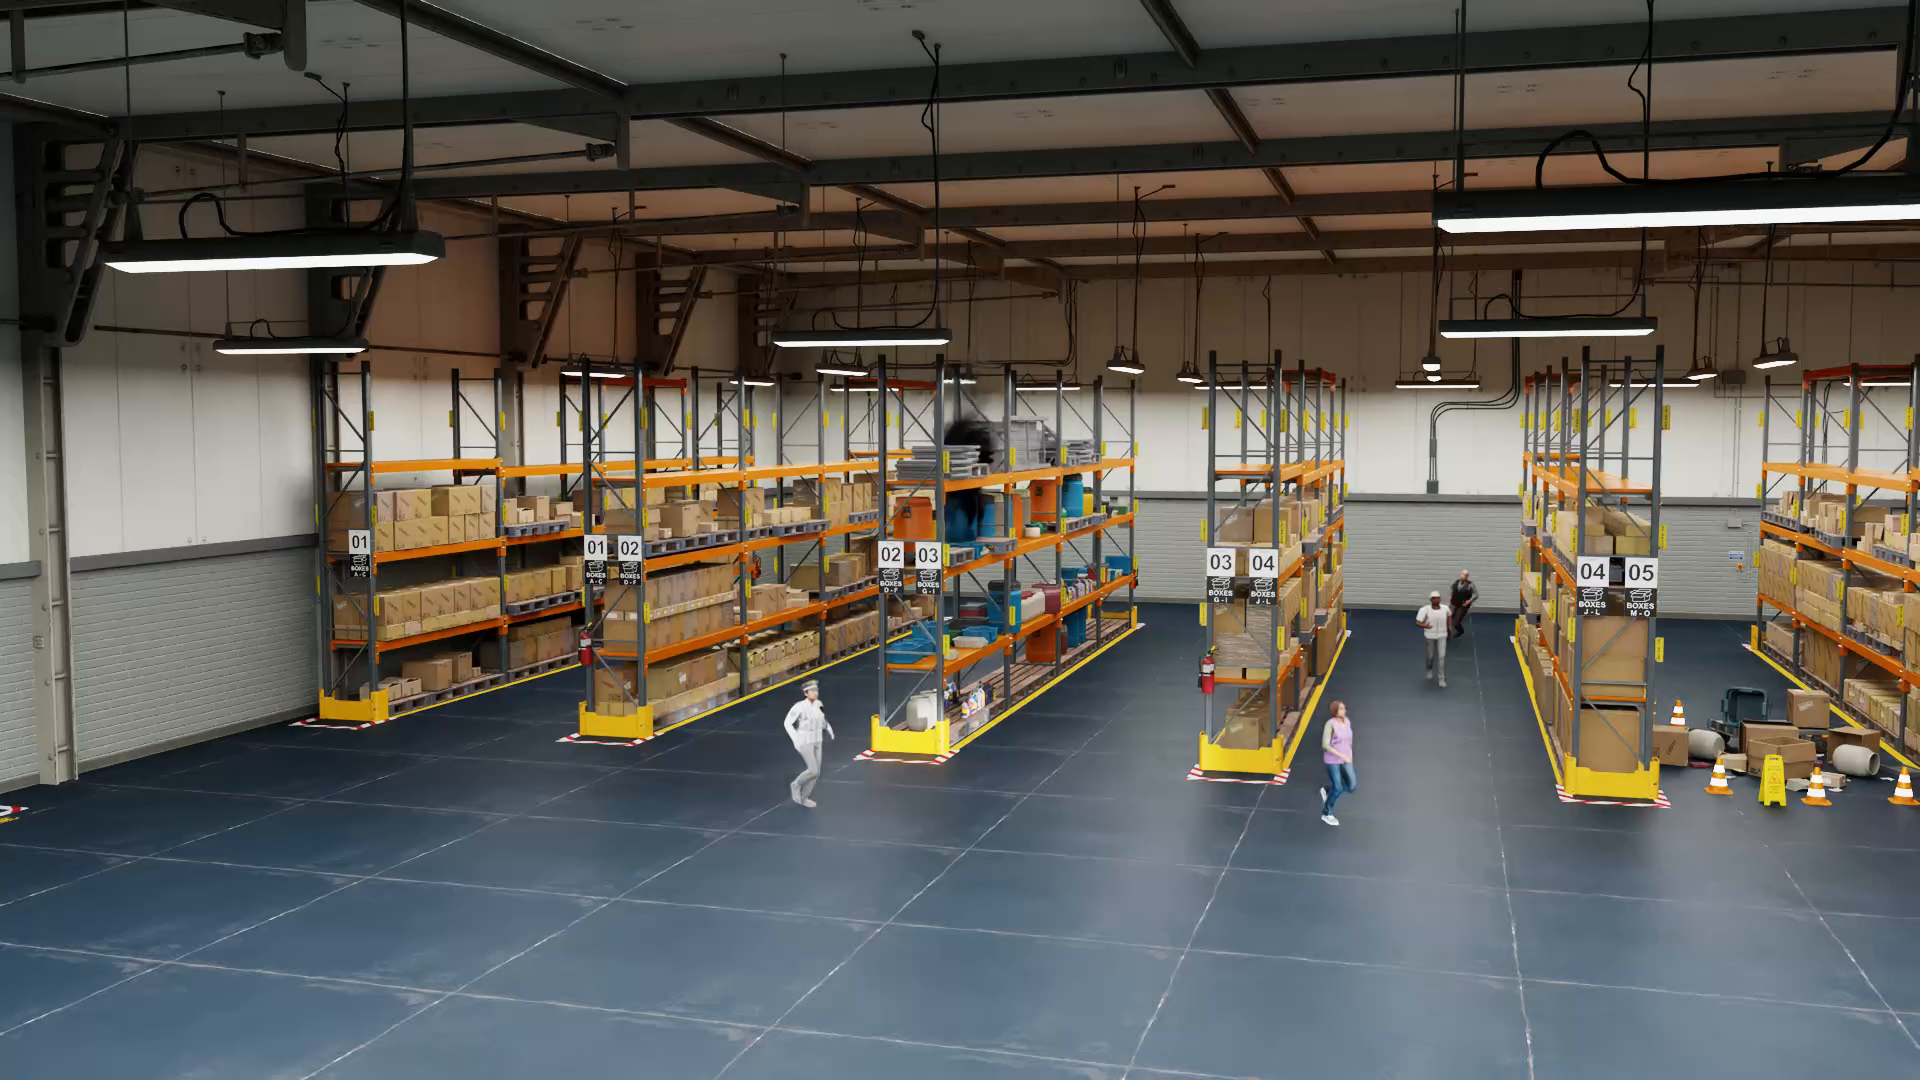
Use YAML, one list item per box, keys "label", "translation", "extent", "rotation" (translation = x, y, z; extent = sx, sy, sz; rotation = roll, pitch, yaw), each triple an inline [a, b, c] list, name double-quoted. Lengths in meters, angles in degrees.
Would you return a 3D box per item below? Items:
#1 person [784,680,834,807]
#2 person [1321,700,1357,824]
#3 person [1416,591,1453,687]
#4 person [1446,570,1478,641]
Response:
- label: "person"
  translation: [-1.919, 2.634, 21.573]
  extent: [0.538, 1.663, 0.630]
  rotation: [4, 5, 41]
- label: "person"
  translation: [4.710, 2.759, 20.666]
  extent: [0.571, 1.561, 0.604]
  rotation: [-3, 5, -33]
- label: "person"
  translation: [8.986, 1.837, 31.471]
  extent: [0.701, 1.758, 0.991]
  rotation: [1, 4, 8]
- label: "person"
  translation: [11.359, 1.502, 37.665]
  extent: [0.748, 1.659, 0.731]
  rotation: [3, 5, 40]
